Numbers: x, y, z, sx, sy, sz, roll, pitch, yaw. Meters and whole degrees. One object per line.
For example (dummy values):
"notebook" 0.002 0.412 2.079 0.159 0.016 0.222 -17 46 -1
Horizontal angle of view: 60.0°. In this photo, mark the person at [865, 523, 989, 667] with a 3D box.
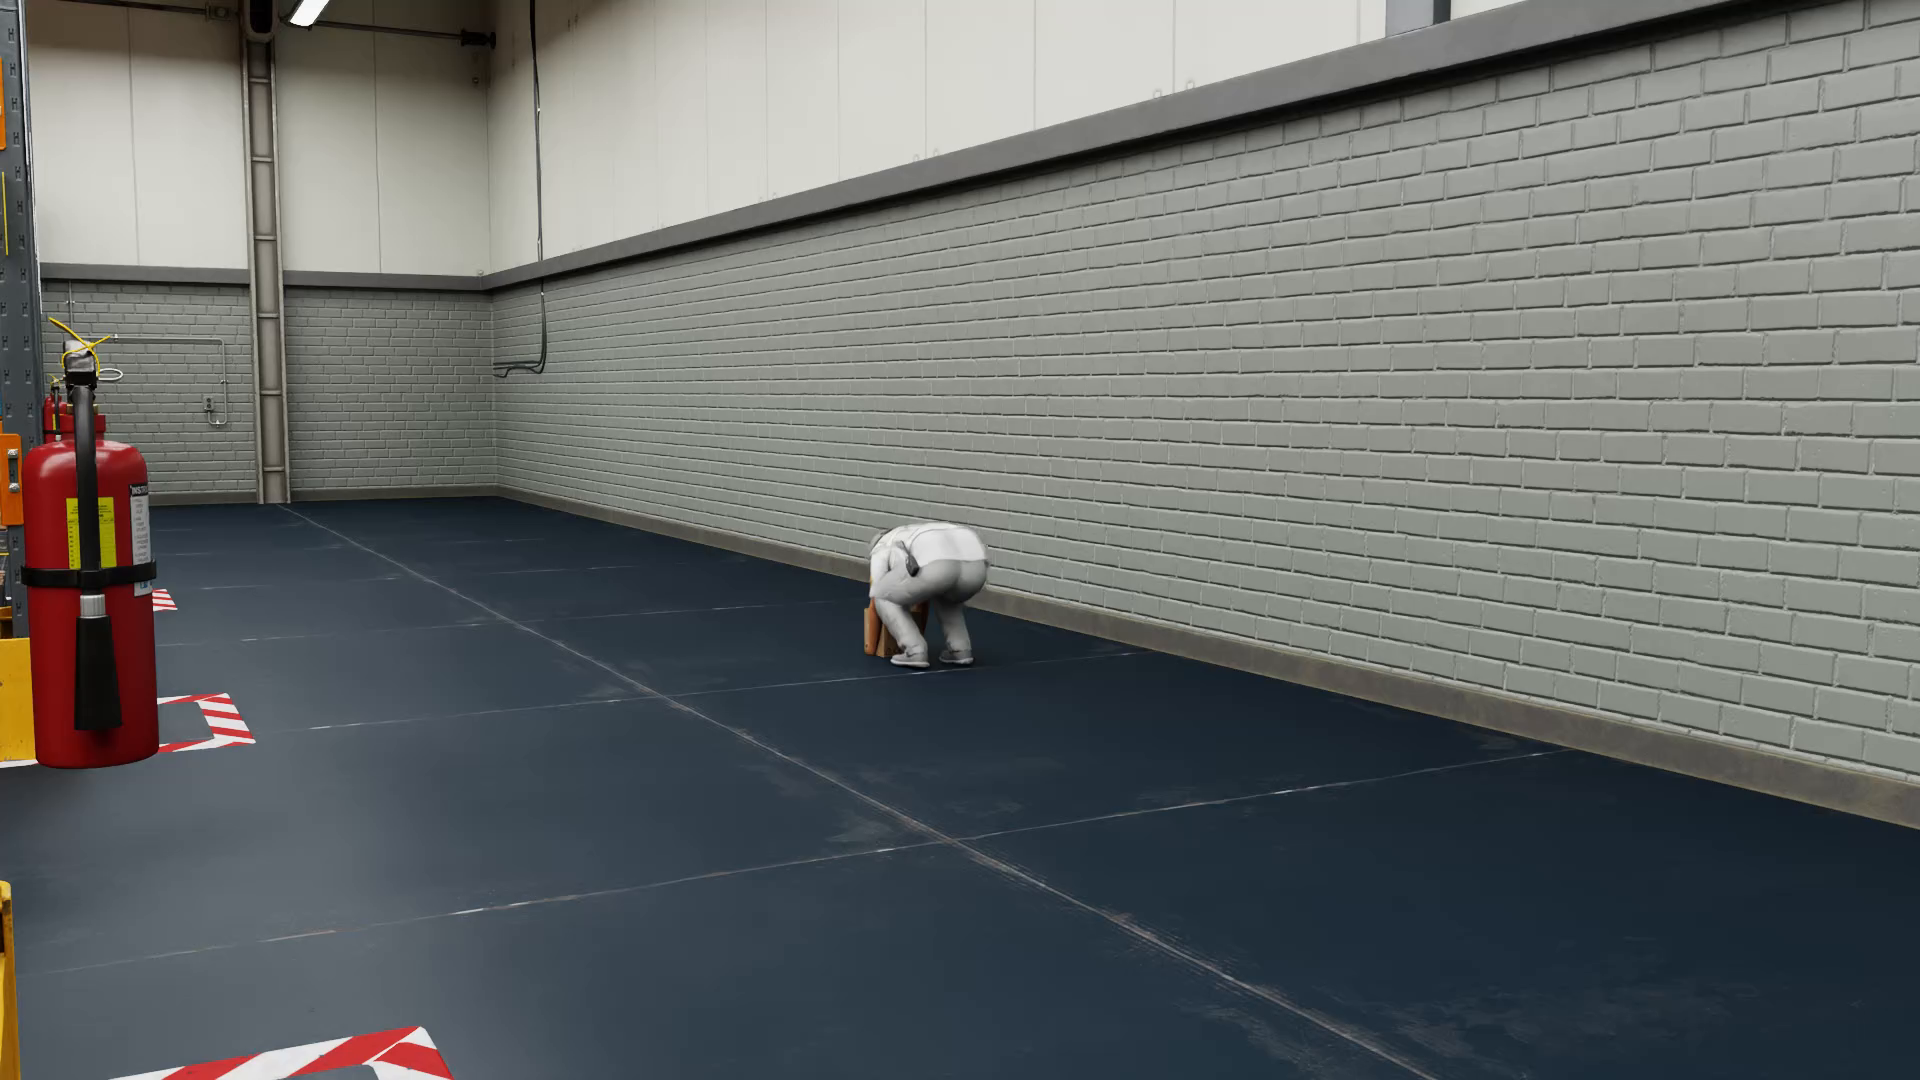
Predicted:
"person" -0.230 0.294 9.243 0.514 0.797 0.921 -3 6 -30
